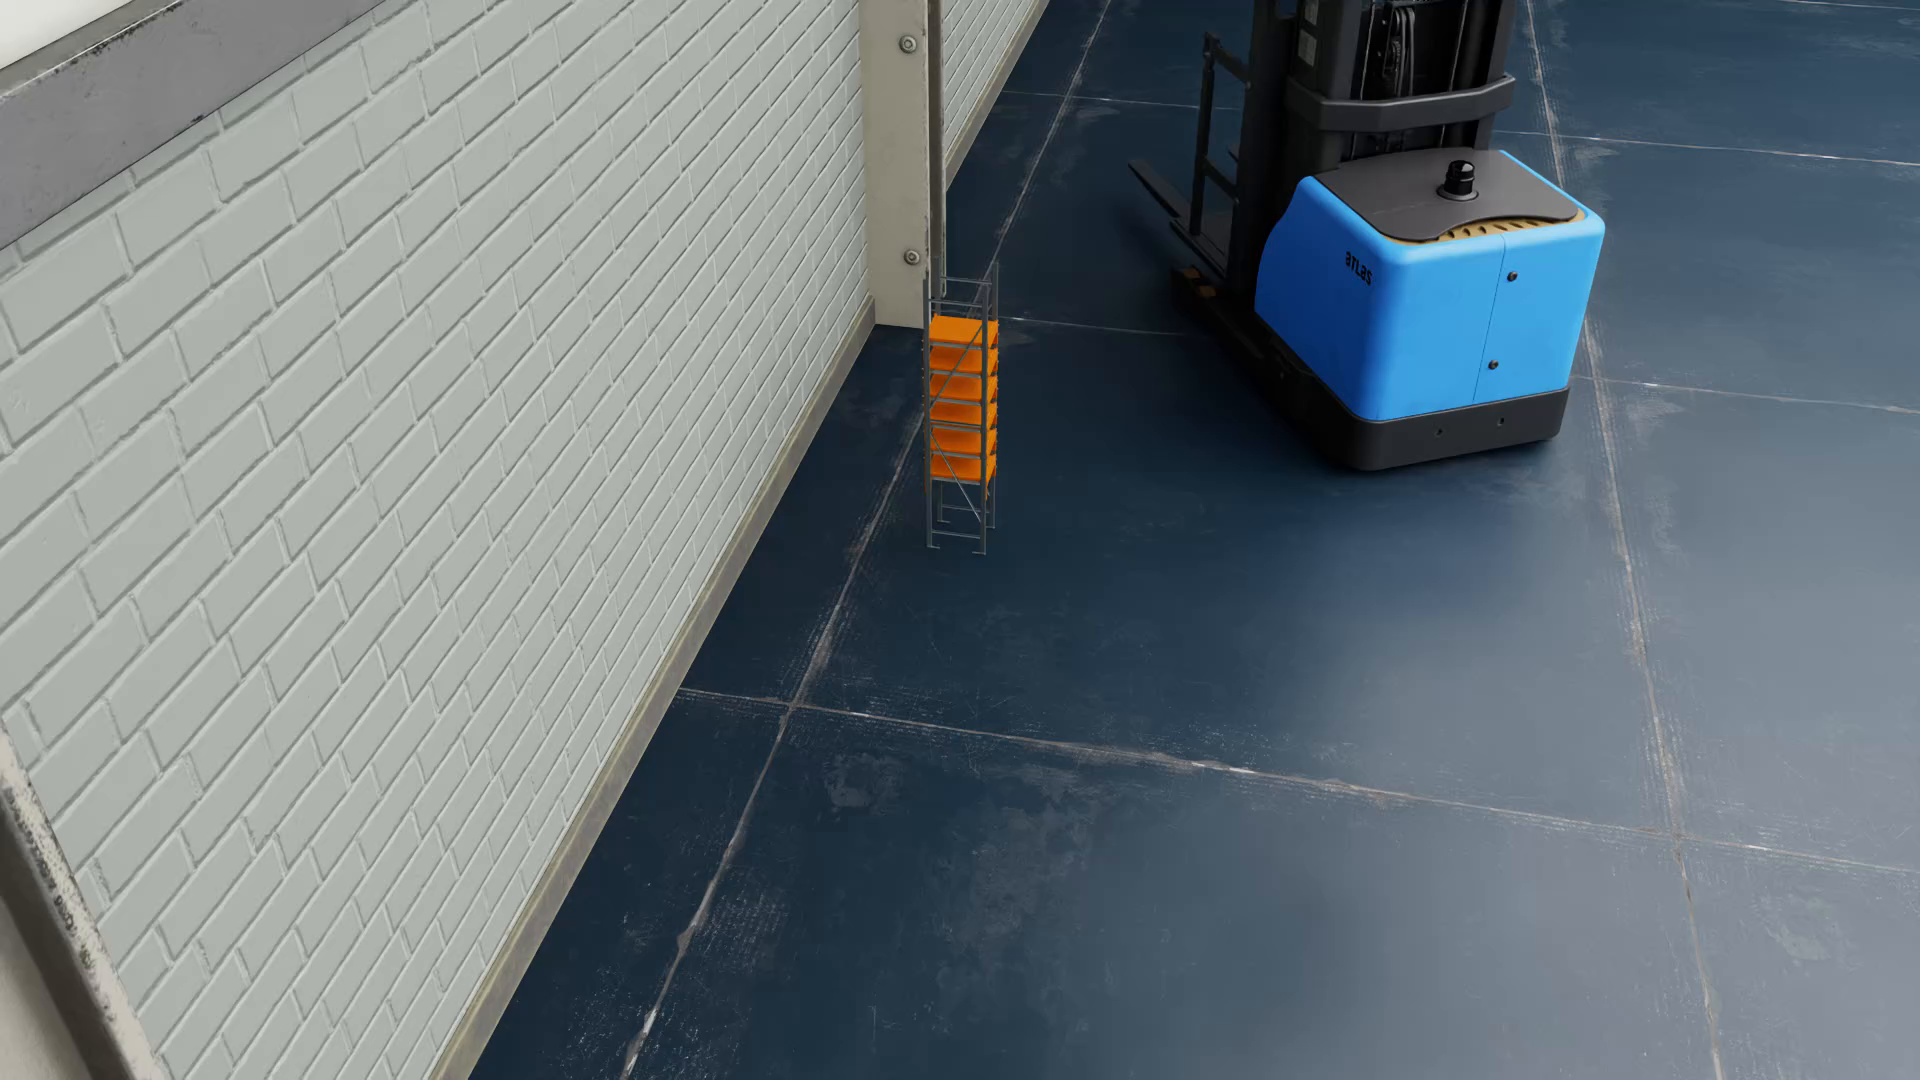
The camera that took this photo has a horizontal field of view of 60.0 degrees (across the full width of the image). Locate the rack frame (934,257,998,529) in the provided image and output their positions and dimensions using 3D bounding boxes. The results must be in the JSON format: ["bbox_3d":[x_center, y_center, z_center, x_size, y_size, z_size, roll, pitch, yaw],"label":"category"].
[{"bbox_3d":[0.023,-0.547,6.482,0.240,1.200,0.006,7,37,10],"label":"rack frame"}]

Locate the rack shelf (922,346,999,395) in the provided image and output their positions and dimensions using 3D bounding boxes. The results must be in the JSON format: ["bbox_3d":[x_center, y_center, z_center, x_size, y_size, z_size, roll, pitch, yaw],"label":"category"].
[{"bbox_3d":[0.003,-0.652,6.295,0.258,0.103,0.180,7,37,10],"label":"rack shelf"}]

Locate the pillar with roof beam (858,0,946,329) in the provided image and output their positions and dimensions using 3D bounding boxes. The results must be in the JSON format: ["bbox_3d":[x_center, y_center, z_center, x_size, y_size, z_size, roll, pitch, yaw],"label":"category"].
[{"bbox_3d":[3.944,-4.275,4.980,9.100,9.000,0.400,7,37,10],"label":"pillar with roof beam"}]

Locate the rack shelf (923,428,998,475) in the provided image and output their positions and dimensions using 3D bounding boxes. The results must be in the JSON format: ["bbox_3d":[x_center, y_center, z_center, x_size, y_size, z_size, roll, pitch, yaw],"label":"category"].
[{"bbox_3d":[0.003,-0.361,6.506,0.258,0.103,0.180,7,37,10],"label":"rack shelf"}]

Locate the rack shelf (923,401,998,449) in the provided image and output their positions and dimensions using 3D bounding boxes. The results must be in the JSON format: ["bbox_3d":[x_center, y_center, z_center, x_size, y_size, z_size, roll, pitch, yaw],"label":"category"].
[{"bbox_3d":[0.003,-0.458,6.435,0.258,0.103,0.180,7,37,10],"label":"rack shelf"}]

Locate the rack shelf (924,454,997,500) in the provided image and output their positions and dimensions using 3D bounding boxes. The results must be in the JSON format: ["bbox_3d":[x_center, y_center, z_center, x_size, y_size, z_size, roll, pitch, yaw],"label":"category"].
[{"bbox_3d":[0.003,-0.264,6.576,0.258,0.103,0.180,7,37,10],"label":"rack shelf"}]

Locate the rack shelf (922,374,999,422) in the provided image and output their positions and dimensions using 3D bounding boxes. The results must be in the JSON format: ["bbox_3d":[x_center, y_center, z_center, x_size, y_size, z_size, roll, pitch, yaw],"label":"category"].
[{"bbox_3d":[0.003,-0.555,6.365,0.258,0.103,0.180,7,37,10],"label":"rack shelf"}]

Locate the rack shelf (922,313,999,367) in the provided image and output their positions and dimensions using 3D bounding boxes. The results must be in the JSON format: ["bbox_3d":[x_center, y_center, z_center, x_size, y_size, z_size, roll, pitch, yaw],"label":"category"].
[{"bbox_3d":[0.003,-0.750,6.224,0.258,0.103,0.180,7,37,10],"label":"rack shelf"}]

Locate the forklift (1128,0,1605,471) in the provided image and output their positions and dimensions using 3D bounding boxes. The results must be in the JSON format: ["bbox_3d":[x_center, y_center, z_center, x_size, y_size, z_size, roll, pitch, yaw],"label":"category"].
[{"bbox_3d":[1.710,-2.344,7.487,1.130,2.935,3.031,-10,37,-14],"label":"forklift"}]

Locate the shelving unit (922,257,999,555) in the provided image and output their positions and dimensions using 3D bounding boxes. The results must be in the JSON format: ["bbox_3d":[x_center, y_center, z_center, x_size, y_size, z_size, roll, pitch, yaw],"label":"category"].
[{"bbox_3d":[0.003,-0.494,6.409,0.258,1.200,0.189,7,37,10],"label":"shelving unit"}]

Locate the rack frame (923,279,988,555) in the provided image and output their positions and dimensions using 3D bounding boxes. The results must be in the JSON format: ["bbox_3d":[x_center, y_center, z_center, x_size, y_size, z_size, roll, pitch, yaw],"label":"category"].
[{"bbox_3d":[-0.016,-0.442,6.337,0.240,1.200,0.006,7,37,10],"label":"rack frame"}]
